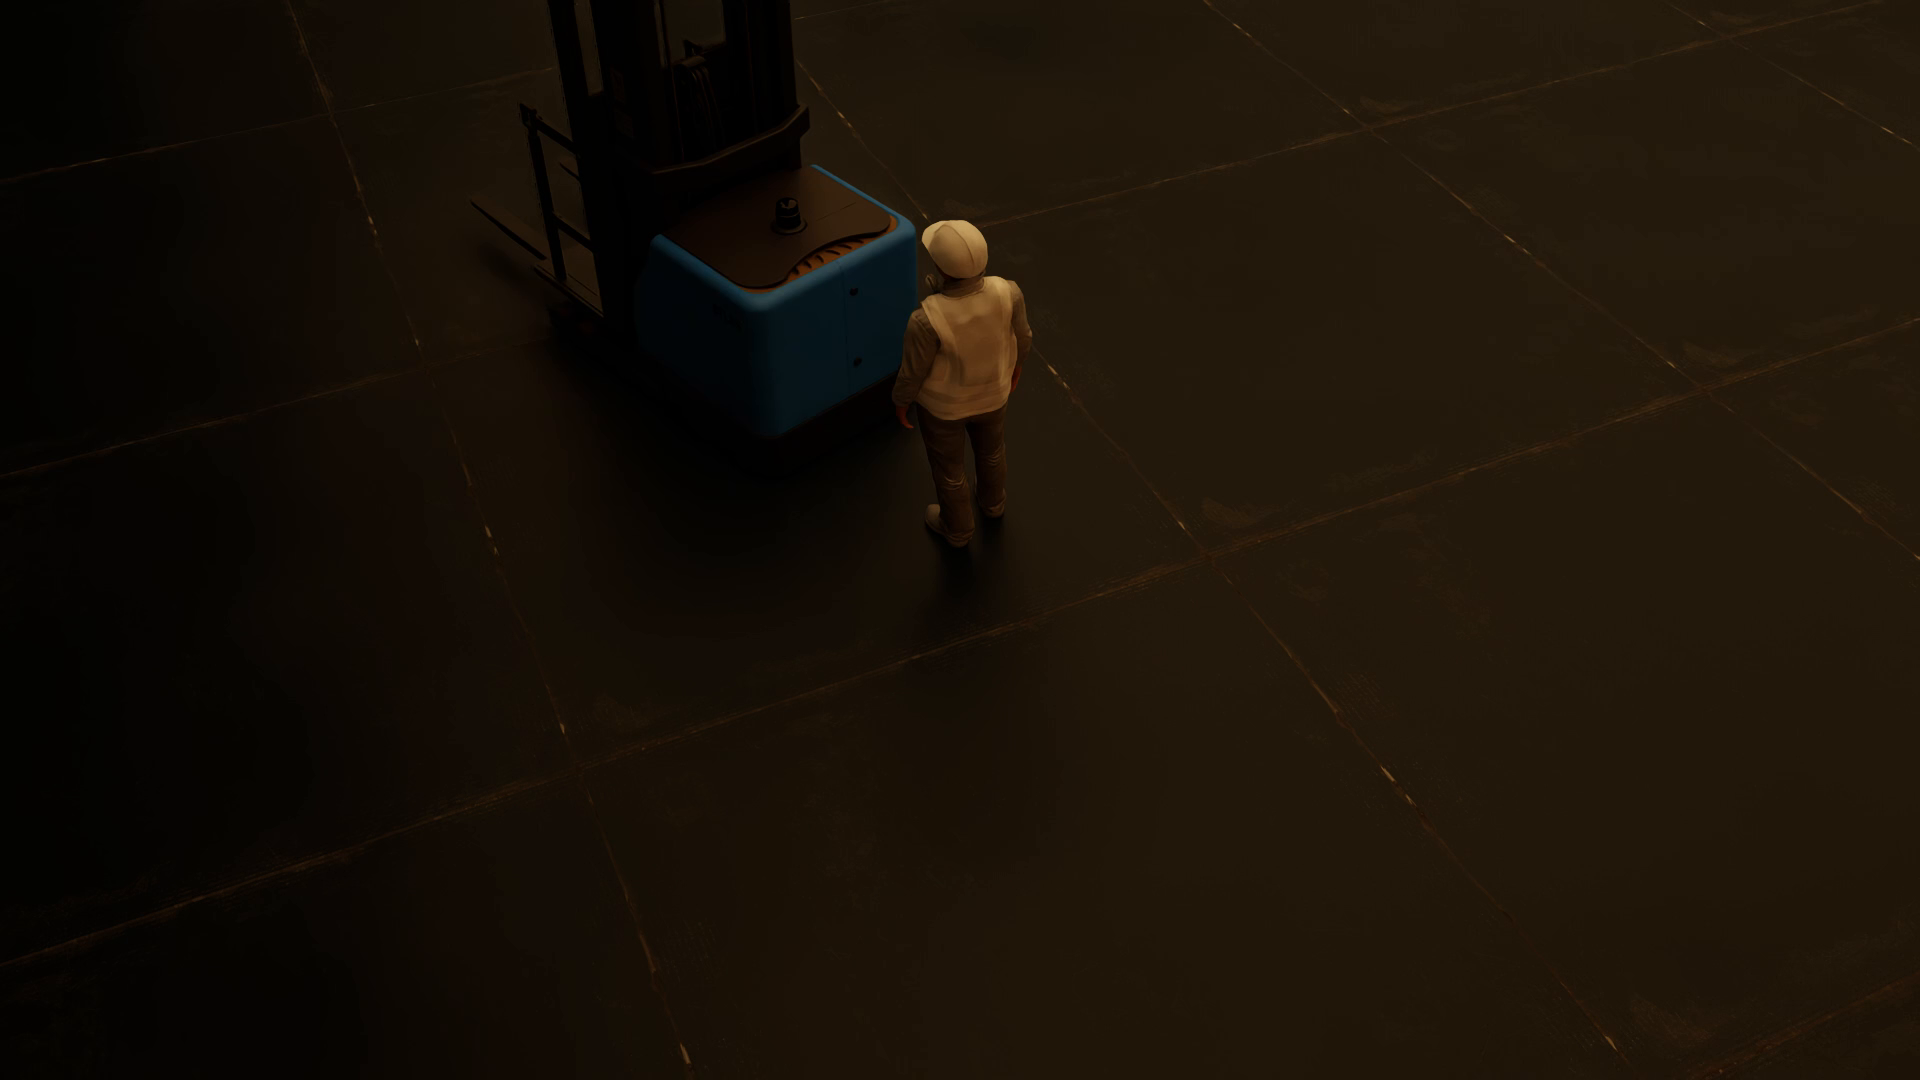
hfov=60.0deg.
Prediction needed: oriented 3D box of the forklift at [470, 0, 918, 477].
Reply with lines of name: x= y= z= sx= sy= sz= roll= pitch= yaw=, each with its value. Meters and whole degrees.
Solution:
forklift: x=-1.564 y=-2.292 z=8.136 sx=1.130 sy=2.935 sz=3.031 roll=-33 pitch=52 yaw=-30

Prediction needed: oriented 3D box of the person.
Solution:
person: x=-0.019 y=-0.695 z=7.261 sx=0.633 sy=1.774 sz=0.568 roll=-18 pitch=46 yaw=-18
